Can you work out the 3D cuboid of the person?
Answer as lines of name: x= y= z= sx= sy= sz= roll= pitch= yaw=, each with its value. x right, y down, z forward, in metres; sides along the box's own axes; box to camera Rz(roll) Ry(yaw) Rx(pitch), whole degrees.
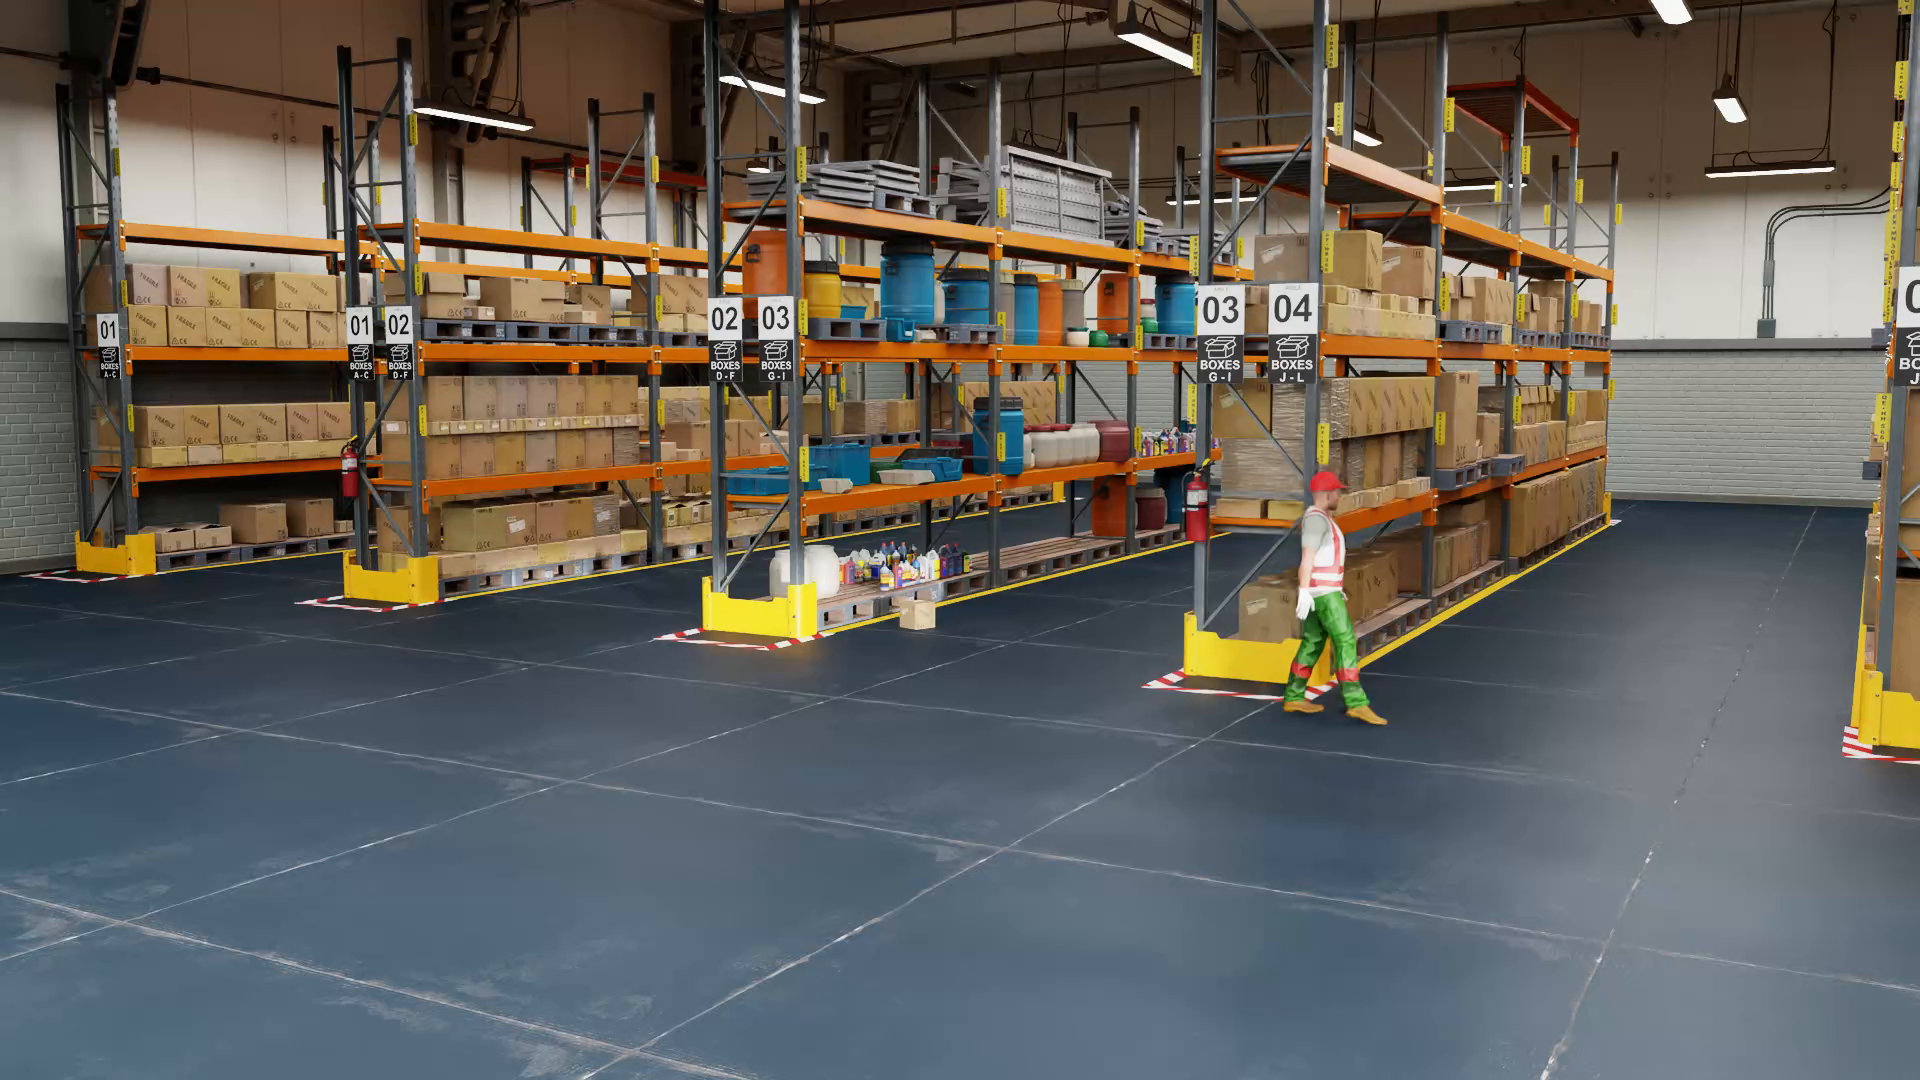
person: x=2.725 y=0.398 z=12.027 sx=0.749 sy=1.775 sz=0.641 roll=1 pitch=6 yaw=14
